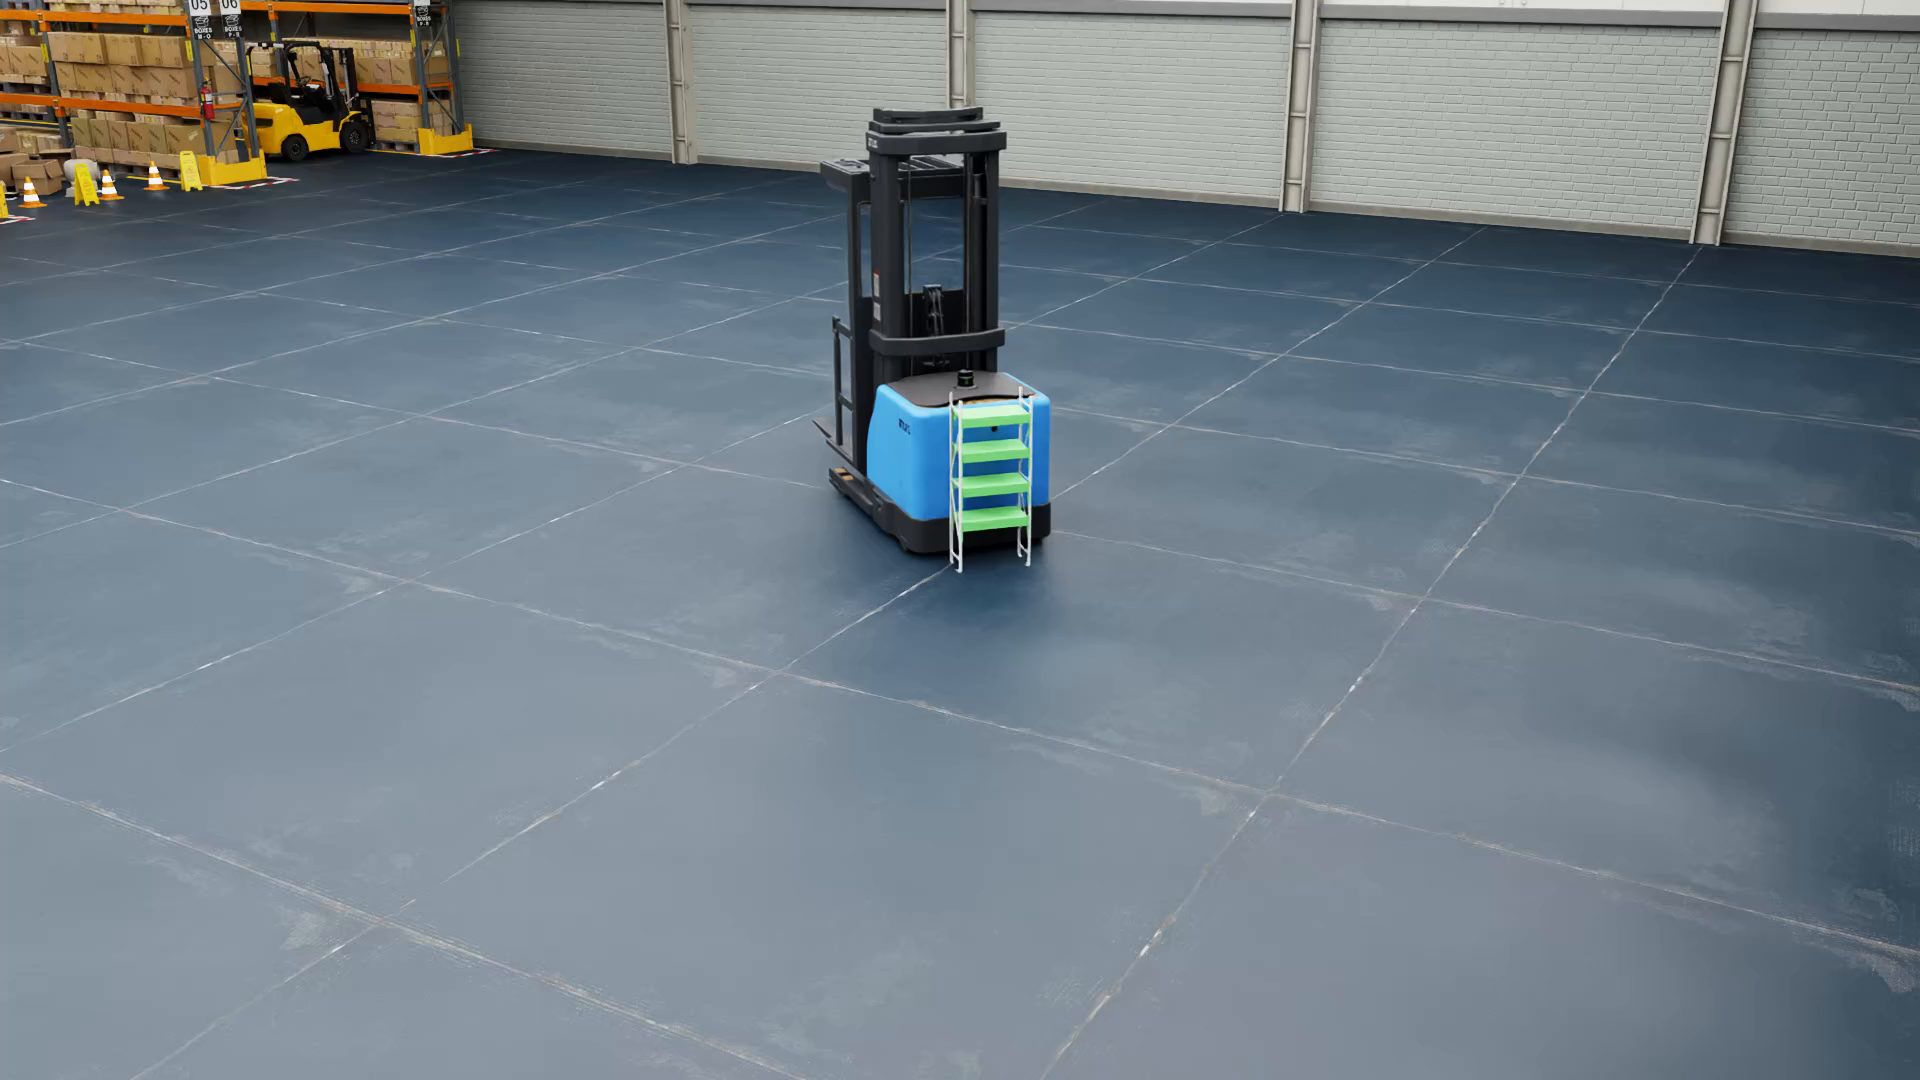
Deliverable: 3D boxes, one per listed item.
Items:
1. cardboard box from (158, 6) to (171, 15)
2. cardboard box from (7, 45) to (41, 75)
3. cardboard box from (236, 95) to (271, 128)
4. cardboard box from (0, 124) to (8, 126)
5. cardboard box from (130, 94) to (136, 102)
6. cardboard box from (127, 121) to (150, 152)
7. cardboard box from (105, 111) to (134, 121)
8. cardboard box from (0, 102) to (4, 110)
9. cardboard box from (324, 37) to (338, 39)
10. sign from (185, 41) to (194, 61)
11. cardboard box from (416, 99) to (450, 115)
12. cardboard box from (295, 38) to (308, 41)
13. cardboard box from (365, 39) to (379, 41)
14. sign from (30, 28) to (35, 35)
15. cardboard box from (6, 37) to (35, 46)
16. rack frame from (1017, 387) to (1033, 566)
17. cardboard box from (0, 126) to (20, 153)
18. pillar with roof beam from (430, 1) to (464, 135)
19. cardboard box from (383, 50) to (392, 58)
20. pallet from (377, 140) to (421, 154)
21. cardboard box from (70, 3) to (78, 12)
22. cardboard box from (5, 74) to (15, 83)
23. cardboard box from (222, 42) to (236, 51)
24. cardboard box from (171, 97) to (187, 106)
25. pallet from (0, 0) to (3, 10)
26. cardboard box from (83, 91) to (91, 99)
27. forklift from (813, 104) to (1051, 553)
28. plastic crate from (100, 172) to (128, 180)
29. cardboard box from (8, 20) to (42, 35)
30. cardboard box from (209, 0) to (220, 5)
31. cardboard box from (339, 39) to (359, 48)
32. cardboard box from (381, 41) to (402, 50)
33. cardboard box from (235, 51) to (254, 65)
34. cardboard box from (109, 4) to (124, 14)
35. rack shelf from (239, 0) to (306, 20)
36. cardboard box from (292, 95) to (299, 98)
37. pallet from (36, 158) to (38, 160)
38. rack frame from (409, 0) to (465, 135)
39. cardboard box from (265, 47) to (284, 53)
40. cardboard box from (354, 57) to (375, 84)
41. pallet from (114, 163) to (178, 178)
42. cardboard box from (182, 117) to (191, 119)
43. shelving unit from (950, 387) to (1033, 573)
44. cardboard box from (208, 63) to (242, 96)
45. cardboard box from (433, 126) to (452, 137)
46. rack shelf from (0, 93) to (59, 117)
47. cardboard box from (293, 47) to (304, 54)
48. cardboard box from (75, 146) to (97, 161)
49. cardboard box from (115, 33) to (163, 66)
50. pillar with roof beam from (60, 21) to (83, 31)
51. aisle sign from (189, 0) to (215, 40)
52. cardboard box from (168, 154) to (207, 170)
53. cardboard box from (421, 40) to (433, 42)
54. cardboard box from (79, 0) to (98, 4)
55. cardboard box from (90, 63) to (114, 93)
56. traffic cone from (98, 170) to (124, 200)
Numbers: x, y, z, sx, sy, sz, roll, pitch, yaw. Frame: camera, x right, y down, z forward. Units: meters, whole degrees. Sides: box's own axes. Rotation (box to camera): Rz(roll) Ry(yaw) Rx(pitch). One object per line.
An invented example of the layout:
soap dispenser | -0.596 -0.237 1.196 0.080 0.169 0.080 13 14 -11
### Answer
cardboard box | -13.395 -9.021 28.306 0.250 0.149 0.380 11 23 28
cardboard box | -17.154 -8.862 30.698 0.500 0.500 0.500 11 23 28
cardboard box | -14.923 -9.161 35.588 0.625 0.625 0.875 11 22 27
cardboard box | -19.209 -7.917 32.531 0.625 0.372 0.950 9 22 24
cardboard box | -14.469 -7.862 29.509 0.250 0.149 0.380 11 23 27
cardboard box | -14.435 -7.207 29.650 0.500 0.500 0.500 10 22 26
cardboard box | -15.056 -7.603 29.792 0.250 0.149 0.380 12 23 30
cardboard box | -22.637 -10.482 39.412 0.500 0.500 0.500 11 23 28
cardboard box | -12.926 -10.300 34.327 0.250 0.149 0.380 11 22 27
sign | -13.002 -8.253 28.056 0.005 0.325 0.100 11 23 27
cardboard box | -10.623 -8.711 33.431 0.500 0.250 0.500 10 22 26
cardboard box | -13.374 -10.204 34.063 0.250 0.149 0.380 11 23 28
cardboard box | -11.822 -10.077 33.712 0.250 0.149 0.380 11 23 28
sign | -21.030 -11.440 37.734 0.005 0.325 0.100 11 23 27
cardboard box | -17.327 -9.196 30.669 0.250 0.149 0.380 10 22 26
rack frame | 0.440 -0.425 11.277 0.015 1.200 0.240 -6 21 -16
cardboard box | -17.048 -7.033 29.410 0.500 0.500 0.500 11 23 27
pillar with roof beam | -12.564 -11.123 29.332 0.400 9.000 9.100 11 23 27
cardboard box | -11.170 -9.621 32.892 0.250 0.149 0.380 11 23 28
pallet | -10.984 -8.004 33.621 1.213 0.211 1.003 11 23 27
cardboard box | -15.582 -9.486 29.586 0.250 0.149 0.380 11 23 27
cardboard box | -17.478 -8.592 30.906 0.250 0.149 0.380 11 23 28
cardboard box | -15.325 -10.412 35.071 0.250 0.149 0.380 11 23 28
cardboard box | -13.420 -7.611 28.817 0.250 0.149 0.380 10 22 27
pallet | -17.600 -10.015 30.951 1.003 0.211 1.213 11 23 27
cardboard box | -15.595 -8.059 30.053 0.250 0.149 0.380 11 23 27
forklift | -0.372 -1.754 12.403 1.130 2.935 3.031 -8 21 -20
plastic crate | -15.235 -6.509 29.693 0.583 0.080 0.402 3 20 9
cardboard box | -21.943 -11.944 39.079 0.500 0.500 0.500 10 22 26
cardboard box | -13.023 -9.364 28.666 0.500 0.250 0.500 10 22 26
cardboard box | -12.265 -9.989 33.470 0.250 0.149 0.380 11 23 28
cardboard box | -11.184 -9.756 32.827 0.250 0.149 0.380 11 23 28
cardboard box | -14.794 -10.119 34.848 0.500 0.250 0.500 10 22 26
cardboard box | -14.524 -9.232 28.887 0.250 0.149 0.380 10 22 27
rack shelf | -15.534 -11.270 35.191 4.000 0.370 1.077 11 23 27
cardboard box | -13.519 -9.066 34.410 0.500 0.250 0.500 10 22 26
pallet | -17.955 -7.408 31.977 1.213 0.211 1.003 11 23 27
rack frame | -10.296 -9.200 32.829 0.127 3.000 1.000 11 23 27
cardboard box | -14.195 -10.208 34.510 0.250 0.149 0.380 12 23 29
cardboard box | -11.750 -9.425 33.302 0.500 0.500 0.500 10 22 26
pallet | -14.533 -6.772 30.226 1.213 0.211 1.003 11 23 27
cardboard box | -14.197 -7.371 30.103 0.500 0.500 0.500 11 23 28
shelving unit | 0.206 -0.401 11.211 0.503 1.200 0.258 -6 21 -16
cardboard box | -12.992 -8.070 29.131 0.500 0.500 0.500 10 22 26
cardboard box | -10.630 -8.245 33.612 0.500 0.250 0.500 11 23 28
rack shelf | -17.952 -8.381 31.627 4.000 0.370 1.077 11 23 27
cardboard box | -13.411 -10.043 34.056 0.250 0.149 0.380 11 23 29
cardboard box | -15.822 -7.113 30.493 0.500 0.250 0.500 10 22 25
cardboard box | -14.200 -8.539 28.958 0.500 0.500 0.700 10 22 27
pillar with roof beam | -23.040 -13.118 34.833 0.400 9.000 9.100 11 23 27
aisle sign | -12.801 -8.847 28.044 0.004 0.787 0.394 11 23 27
cardboard box | -13.572 -6.685 29.312 0.500 0.250 0.500 11 23 27
cardboard box | -10.687 -9.874 33.153 0.250 0.149 0.380 12 23 29
cardboard box | -15.069 -9.542 29.155 0.500 0.250 0.500 11 23 28
cardboard box | -15.076 -8.254 29.637 0.500 0.500 0.500 11 22 27
traffic cone | -13.963 -5.830 27.258 0.334 0.463 0.336 11 23 27
